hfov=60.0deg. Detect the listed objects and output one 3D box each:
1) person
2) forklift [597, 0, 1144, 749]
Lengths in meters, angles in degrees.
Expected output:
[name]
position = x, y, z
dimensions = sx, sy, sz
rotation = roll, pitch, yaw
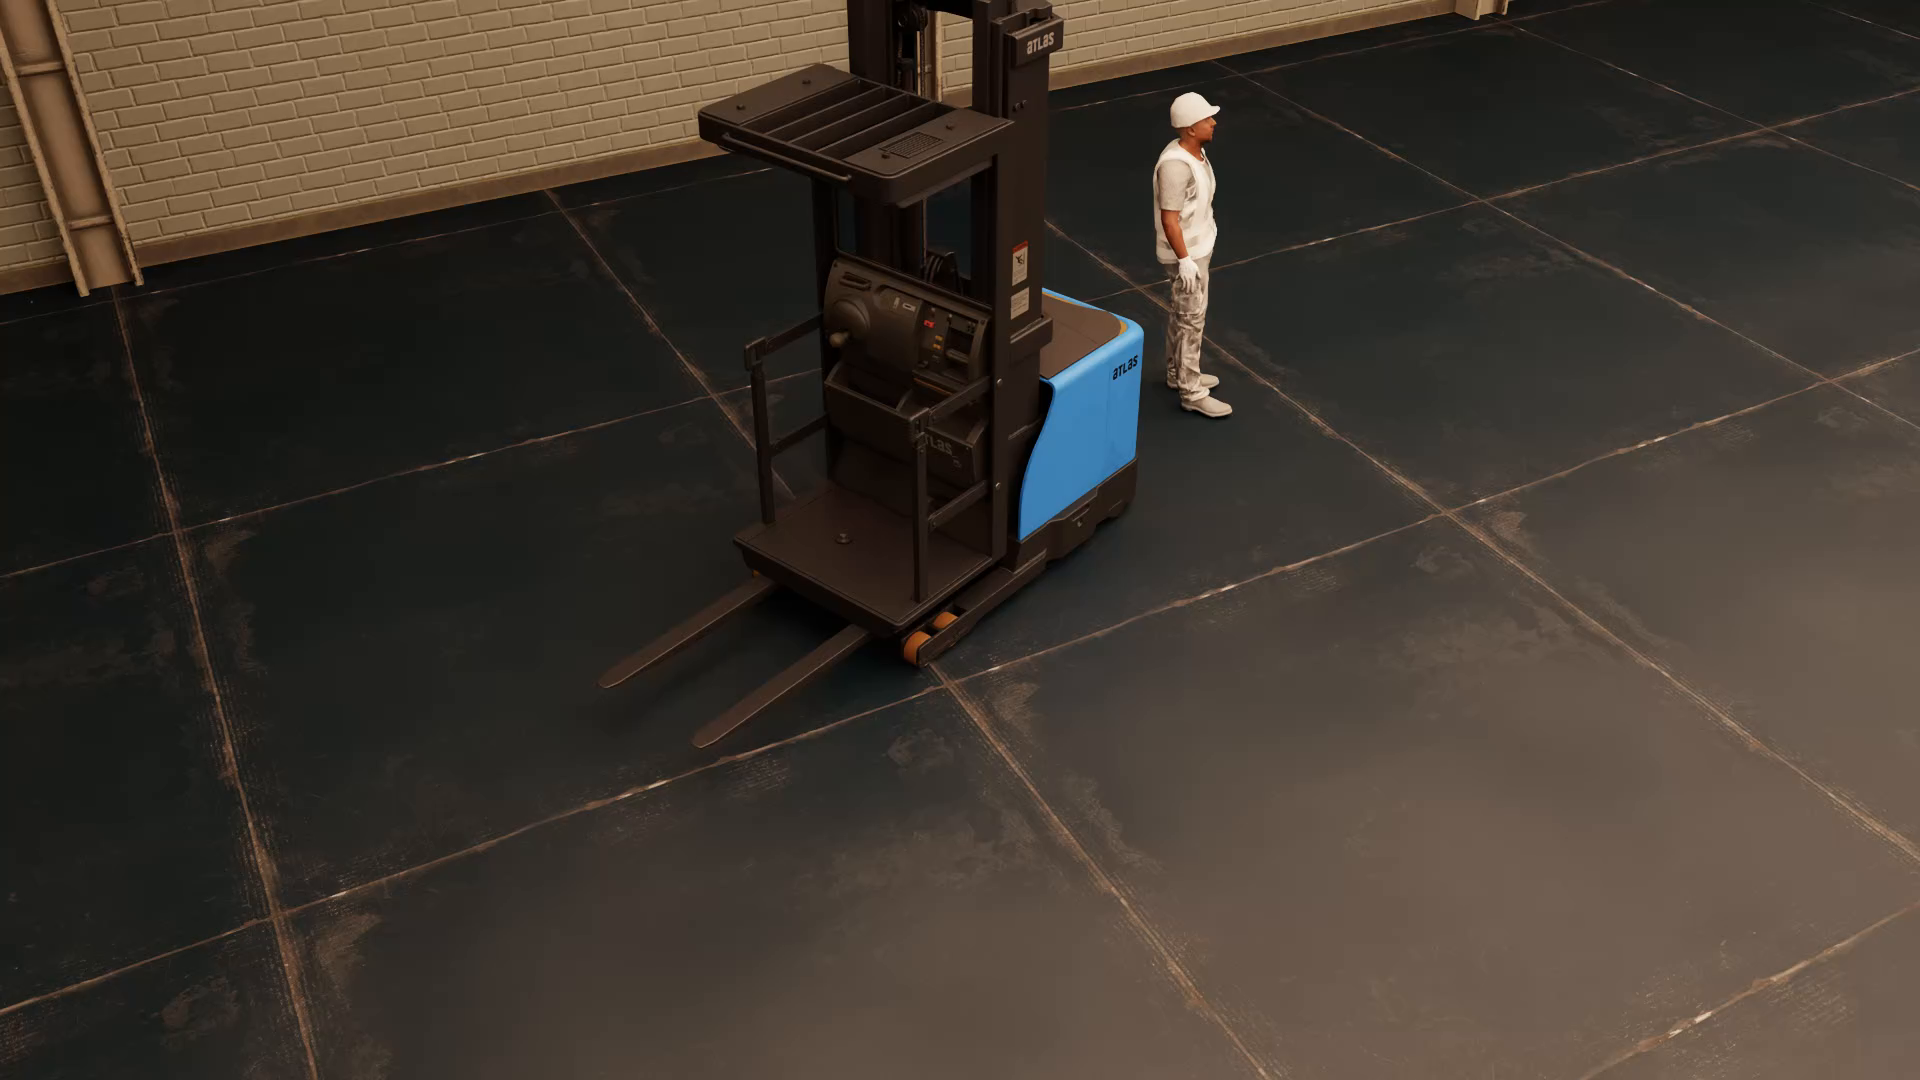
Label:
[person]
position = 1.363, -1.634, 9.417
dimensions = 0.577, 1.782, 0.656
rotation = 8, 36, 12
[forklift]
position = -0.390, -0.927, 7.434
dimensions = 1.130, 2.935, 3.031
rotation = 26, 43, 31
